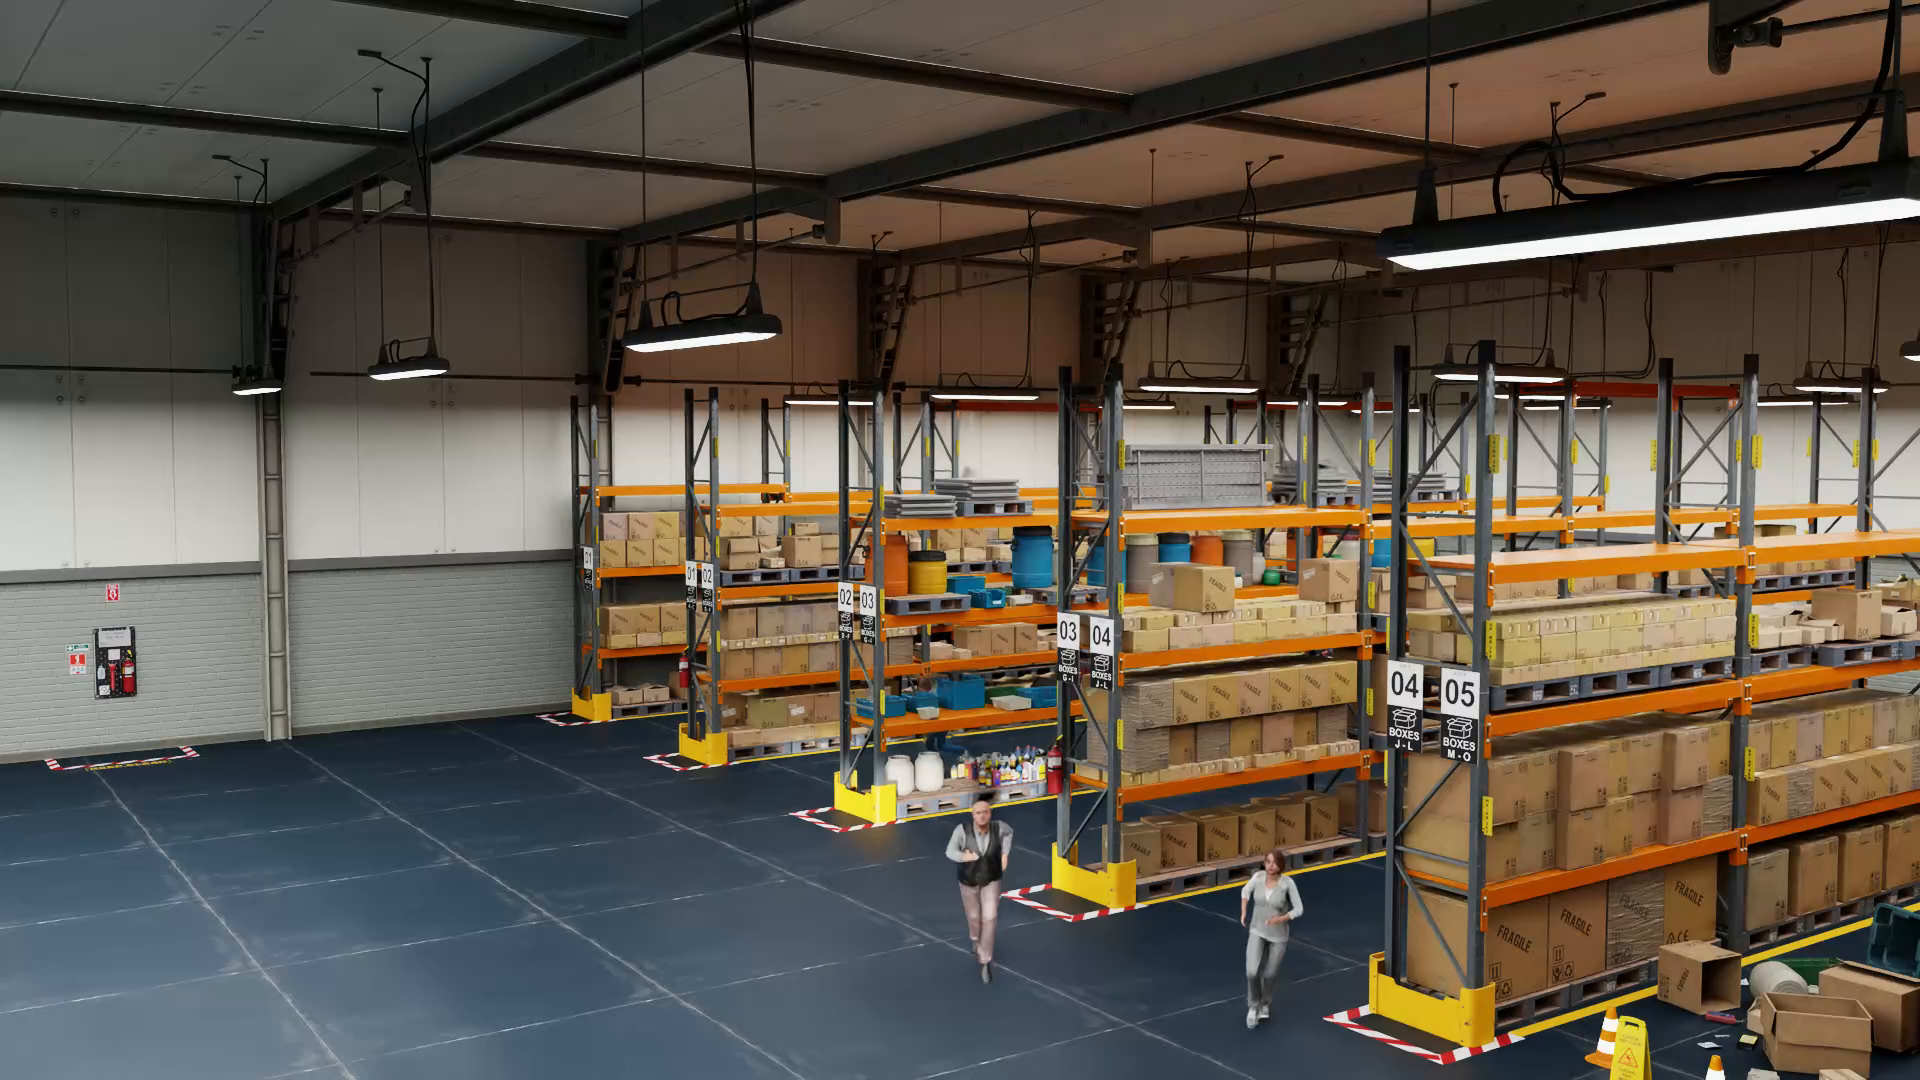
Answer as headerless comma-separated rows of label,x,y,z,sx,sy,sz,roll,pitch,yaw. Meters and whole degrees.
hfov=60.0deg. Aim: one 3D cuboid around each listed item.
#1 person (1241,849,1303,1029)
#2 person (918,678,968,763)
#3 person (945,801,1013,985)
person,2.729,3.501,14.601,0.564,1.589,0.579,1,4,20
person,-0.251,2.877,25.726,0.819,1.528,0.521,-1,4,-19
person,0.192,3.349,16.186,0.651,1.734,0.959,0,3,2
